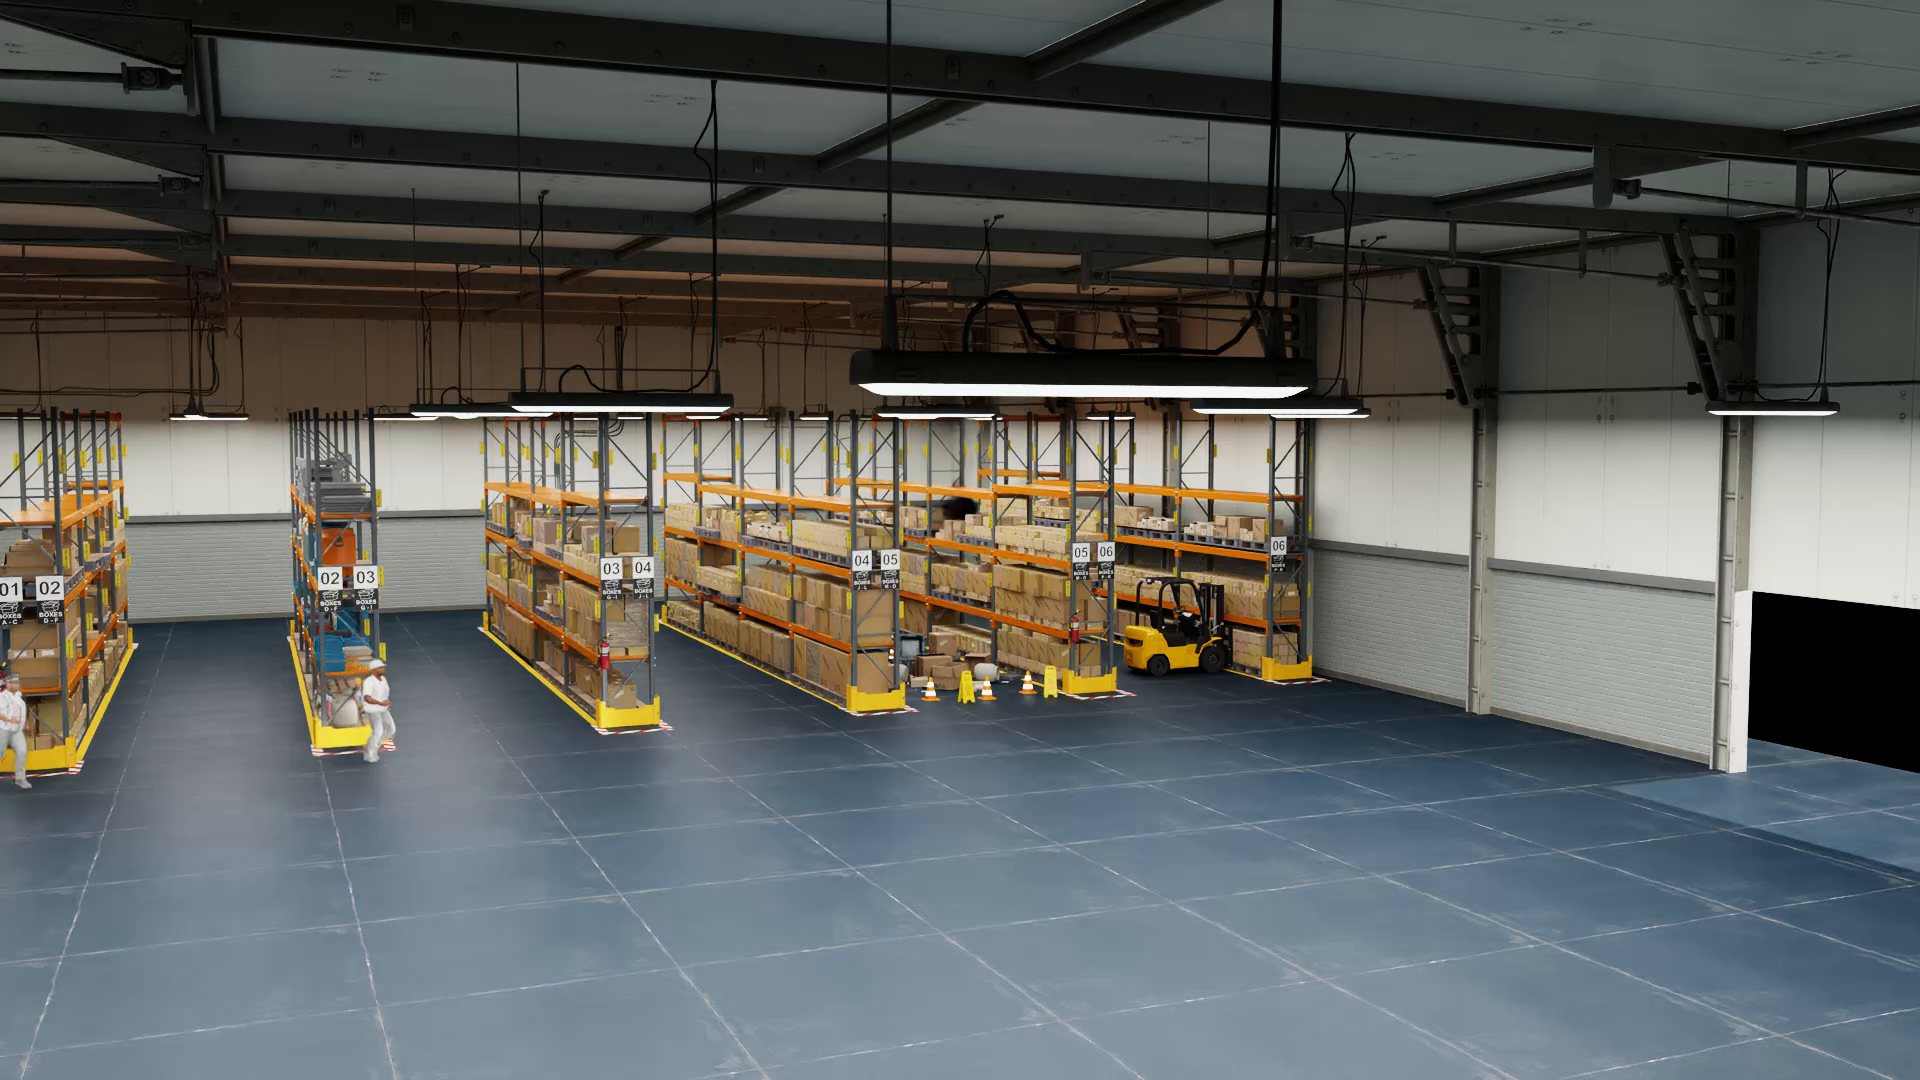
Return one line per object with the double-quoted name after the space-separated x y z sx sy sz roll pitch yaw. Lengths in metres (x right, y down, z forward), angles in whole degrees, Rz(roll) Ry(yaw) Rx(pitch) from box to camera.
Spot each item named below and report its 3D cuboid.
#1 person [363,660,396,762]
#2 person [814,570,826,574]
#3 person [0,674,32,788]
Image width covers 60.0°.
-9.810 2.880 28.159 0.606 1.724 0.736 1 4 11 "person"
-4.142 1.282 51.224 0.819 1.822 0.724 -1 4 -11 "person"
-14.955 2.997 26.212 0.877 1.775 0.723 1 4 14 "person"
